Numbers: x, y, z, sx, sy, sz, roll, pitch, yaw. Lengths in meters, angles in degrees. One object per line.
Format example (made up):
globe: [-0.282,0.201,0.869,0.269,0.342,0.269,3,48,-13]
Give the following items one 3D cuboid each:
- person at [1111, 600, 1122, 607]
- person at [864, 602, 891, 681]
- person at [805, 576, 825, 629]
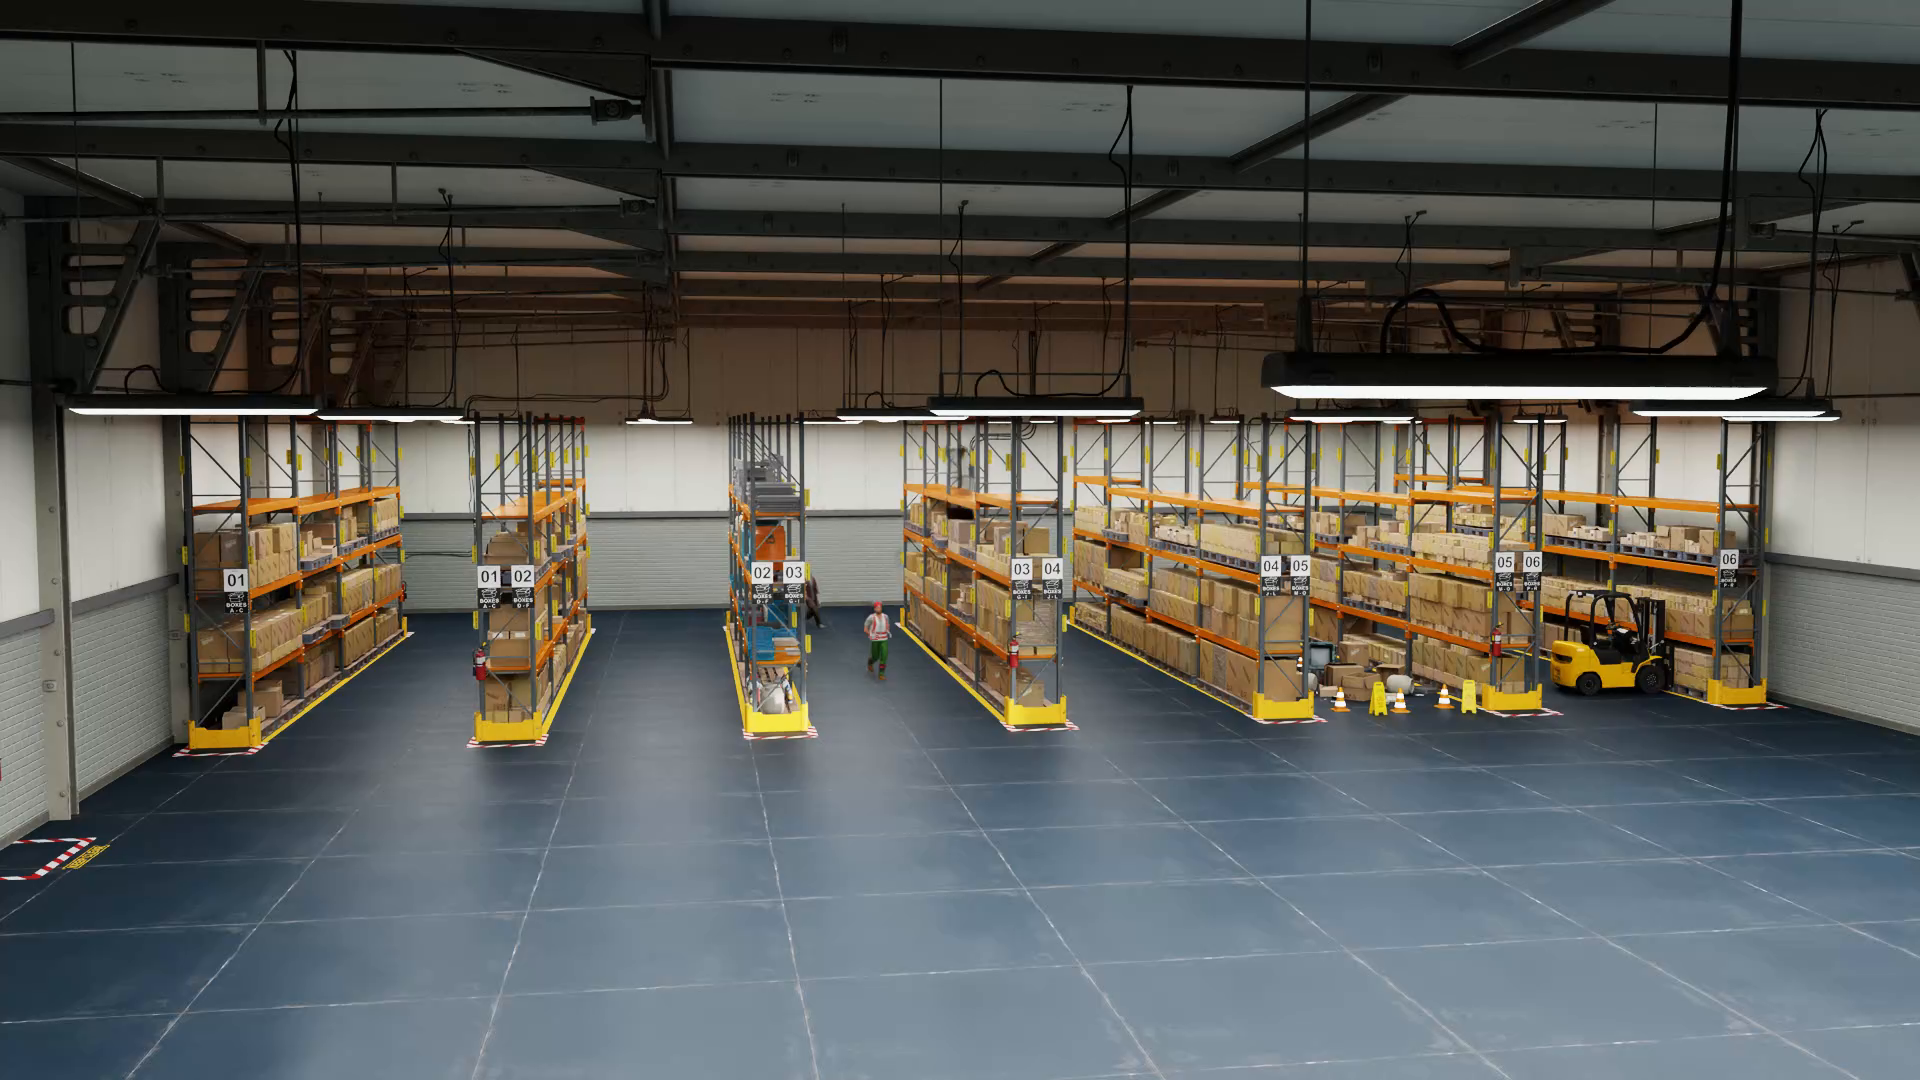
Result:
person: [4.623,1.566,49.617,0.501,1.589,0.662,3,5,35]
person: [-1.855,2.279,37.748,0.657,1.771,0.863,-2,4,-23]
person: [-4.324,1.665,47.228,0.812,1.691,0.728,4,5,43]
